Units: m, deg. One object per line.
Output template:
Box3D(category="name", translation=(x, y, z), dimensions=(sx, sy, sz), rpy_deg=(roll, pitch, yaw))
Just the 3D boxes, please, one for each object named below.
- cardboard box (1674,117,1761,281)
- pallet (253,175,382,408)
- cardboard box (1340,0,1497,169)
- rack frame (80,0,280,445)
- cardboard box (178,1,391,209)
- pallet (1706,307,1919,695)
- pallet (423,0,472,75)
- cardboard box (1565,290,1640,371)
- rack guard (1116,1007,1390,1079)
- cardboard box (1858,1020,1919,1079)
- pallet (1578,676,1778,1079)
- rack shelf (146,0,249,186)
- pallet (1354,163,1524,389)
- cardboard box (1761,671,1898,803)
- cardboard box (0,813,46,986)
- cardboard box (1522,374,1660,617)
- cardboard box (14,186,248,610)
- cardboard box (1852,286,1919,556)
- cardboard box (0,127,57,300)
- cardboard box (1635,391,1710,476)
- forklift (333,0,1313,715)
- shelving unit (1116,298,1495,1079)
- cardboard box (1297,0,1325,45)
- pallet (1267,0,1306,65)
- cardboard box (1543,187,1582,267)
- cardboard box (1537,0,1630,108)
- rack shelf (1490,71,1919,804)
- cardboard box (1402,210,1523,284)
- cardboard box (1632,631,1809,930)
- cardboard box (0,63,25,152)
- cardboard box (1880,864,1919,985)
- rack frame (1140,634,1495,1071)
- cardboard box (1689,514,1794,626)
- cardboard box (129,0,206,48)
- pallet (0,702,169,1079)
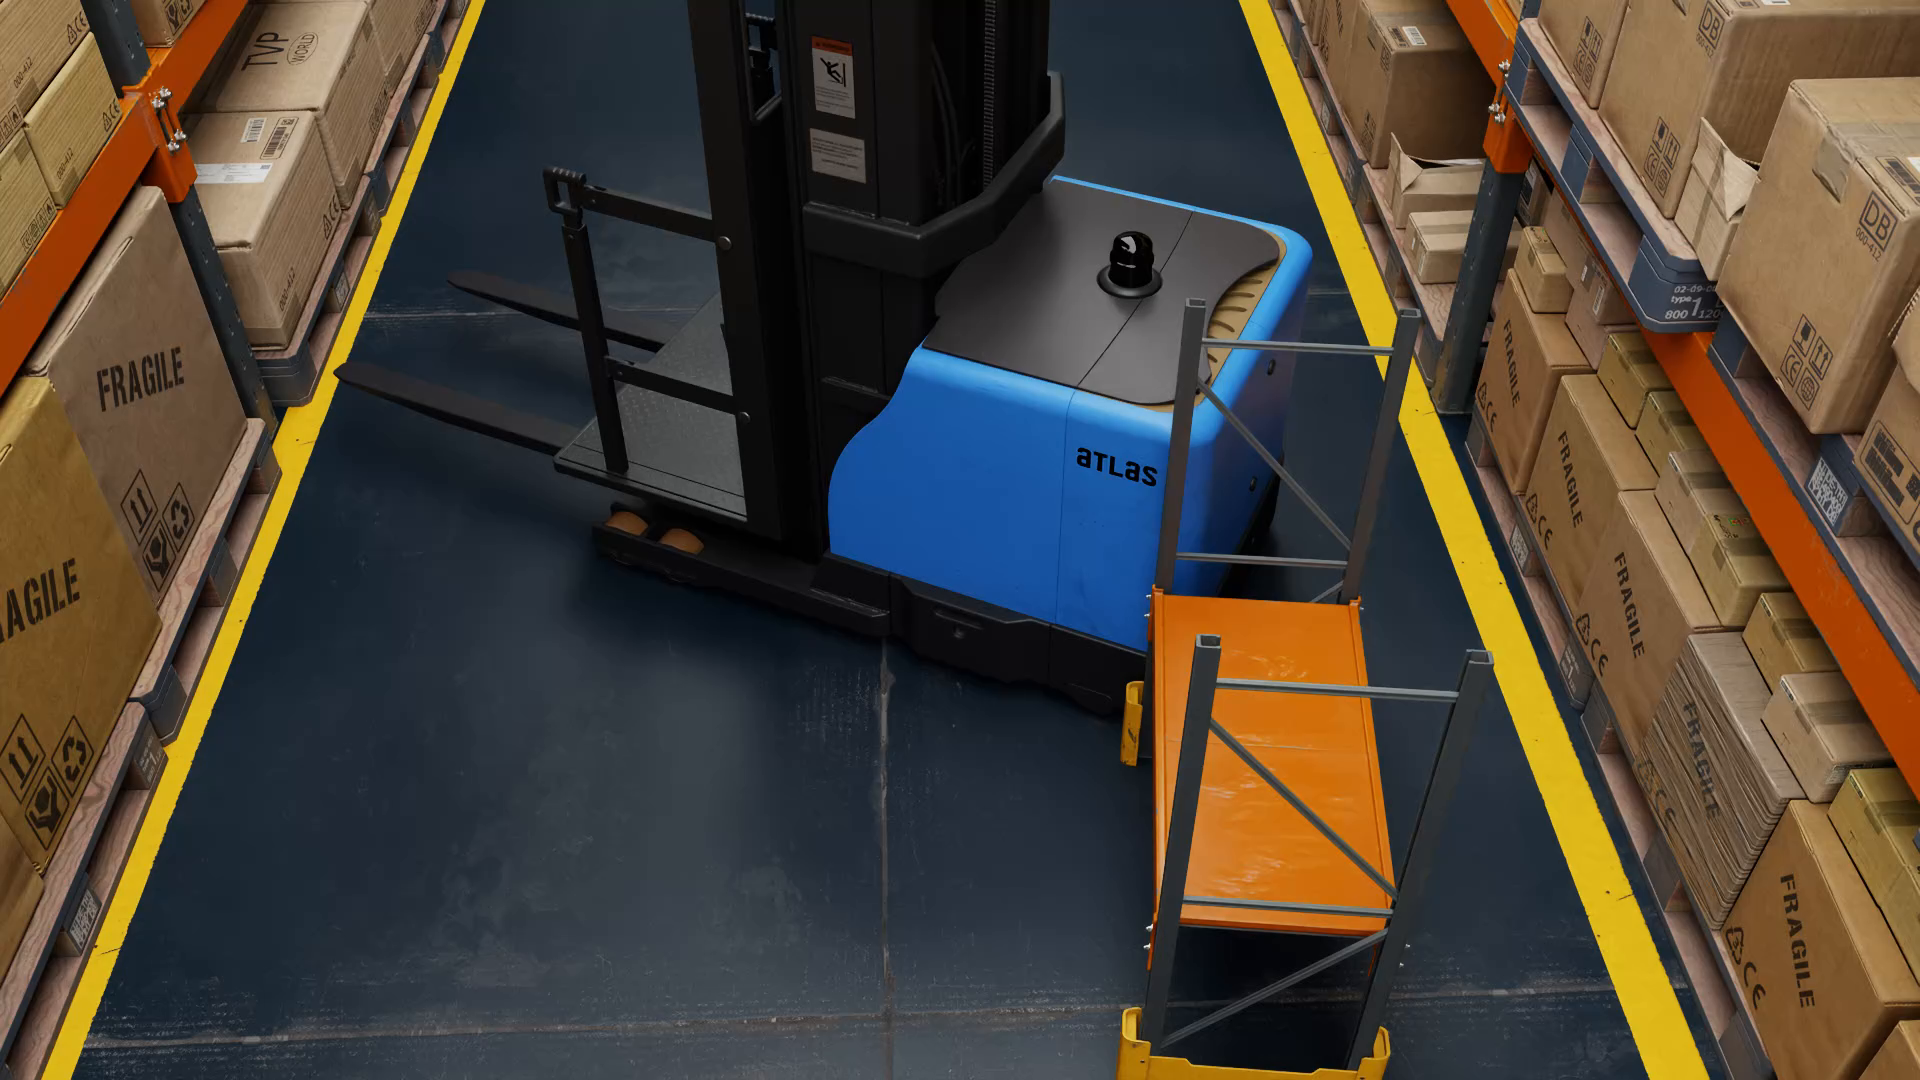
Box3D(category="cardboard box", translation=(1.815, -0.742, 3.629), dimensions=(0.396, 0.266, 0.258), rpy_deg=(0, 43, 0))
Box3D(category="pallet", translation=(-2.774, -0.929, 6.107), dimensions=(1.003, 0.211, 1.213), rpy_deg=(-2, 43, -2))
Box3D(category="cardboard box", translation=(1.942, -1.825, 6.560), dimensions=(0.700, 0.500, 0.500), rpy_deg=(-3, 43, -3))
Box3D(category="rack frame", translation=(-2.820, -1.441, 4.602), dimensions=(1.000, 3.000, 0.127), rpy_deg=(-2, 43, -2))
Box3D(category="cardboard box", translation=(-2.778, -1.683, 6.451), dimensions=(0.875, 0.438, 0.875), rpy_deg=(-3, 43, -3))
Box3D(category="pallet", translation=(2.222, -0.128, 3.311), dimensions=(1.003, 0.211, 1.213), rpy_deg=(-2, 43, -2))
Box3D(category="pallet", translation=(-2.877, -2.576, 7.904), dimensions=(1.003, 0.211, 1.213), rpy_deg=(-2, 43, -2))
Box3D(category="cardboard box", translation=(1.978, -0.624, 4.770), dimensions=(0.380, 0.149, 0.250), rpy_deg=(-3, 43, -3))
Box3D(category="rack guard", translation=(0.655, 1.185, 3.772), dimensions=(0.587, 0.250, 0.087), rpy_deg=(3, 43, 3))
Box3D(category="cardboard box", translation=(2.066, 1.263, 3.191), dimensions=(0.500, 0.500, 0.500), rpy_deg=(-2, 43, -2))
Box3D(category="pallet", translation=(2.266, 0.816, 4.204), dimensions=(1.003, 0.211, 1.213), rpy_deg=(-2, 43, -2))
Box3D(category="rack shelf", translation=(-2.905, -2.526, 6.318), dimensions=(1.077, 0.370, 4.000), rpy_deg=(-2, 43, -2))
Box3D(category="pallet", translation=(2.111, -1.022, 6.209), dimensions=(1.003, 0.211, 1.213), rpy_deg=(-2, 43, -2))
Box3D(category="cardboard box", translation=(2.007, 0.420, 3.631), dimensions=(0.380, 0.149, 0.250), rpy_deg=(-4, 43, -4))
Box3D(category="cardboard box", translation=(-2.630, 0.817, 3.401), dimensions=(0.875, 0.875, 0.875), rpy_deg=(-1, 43, -1))
Box3D(category="cardboard box", translation=(1.968, -0.127, 4.708), dimensions=(0.500, 0.500, 0.500), rpy_deg=(-2, 43, -2))
Box3D(category="cardboard box", translation=(-2.713, -0.396, 4.724), dimensions=(0.875, 0.875, 0.875), rpy_deg=(0, 43, 0))
Box3D(category="cardboard box", translation=(2.055, -0.175, 2.834), dimensions=(0.797, 0.503, 0.637), rpy_deg=(-3, 43, -3))
Box3D(category="cardboard box", translation=(-2.528, -0.746, 3.955), dimensions=(0.500, 0.250, 0.500), rpy_deg=(-2, 43, -2))
Box3D(category="cardboard box", translation=(2.025, -0.266, 4.380), dimensions=(0.380, 0.149, 0.250), rpy_deg=(-2, 43, -3))
Box3D(category="forklift", translation=(-0.572, -1.256, 4.451), dimensions=(3.031, 2.935, 1.130), rpy_deg=(17, 45, 18))
Box3D(category="shelving unit", translation=(0.696, 0.389, 3.715), dimensions=(0.587, 1.500, 1.083), rpy_deg=(3, 43, 3))
Box3D(category="cardboard box", translation=(1.898, -2.526, 7.325), dimensions=(0.700, 0.500, 0.500), rpy_deg=(0, 43, 0))
Box3D(category="pallet", translation=(2.008, -2.669, 8.006), dimensions=(1.003, 0.211, 1.213), rpy_deg=(-2, 43, -2))
Box3D(category="cardboard box", translation=(1.949, -0.920, 4.873), dimensions=(0.380, 0.149, 0.250), rpy_deg=(-2, 43, -3))
Box3D(category="cardboard box", translation=(1.936, -1.445, 4.222), dimensions=(0.700, 0.500, 0.500), rpy_deg=(-1, 43, -1))
Box3D(category="rack shelf", translation=(2.224, 0.029, 3.531), dimensions=(1.077, 0.370, 4.000), rpy_deg=(-2, 43, -2))
Box3D(category="cardboard box", translation=(1.822, -1.058, 5.983), dimensions=(0.380, 0.149, 0.250), rpy_deg=(-3, 43, -3))
Box3D(category="cardboard box", translation=(2.000, 0.560, 3.958), dimensions=(0.500, 0.500, 0.500), rpy_deg=(-3, 43, -3))
Box3D(category="cardboard box", translation=(-2.529, -0.942, 3.799), dimensions=(0.500, 0.250, 0.500), rpy_deg=(-1, 43, -1))
Box3D(category="cardboard box", translation=(2.060, 0.774, 3.245), dimensions=(0.380, 0.149, 0.250), rpy_deg=(0, 43, -1))
Box3D(category="rack frame", translation=(0.653, 0.738, 3.335), dimensions=(0.500, 1.500, 0.032), rpy_deg=(3, 43, 3))
Box3D(category="cardboard box", translation=(2.007, 0.071, 4.012), dimensions=(0.380, 0.149, 0.250), rpy_deg=(0, 43, 0))
Box3D(category="cardboard box", translation=(-2.578, -1.802, 4.922), dimensions=(0.500, 0.500, 0.500), rpy_deg=(0, 43, 0))
Box3D(category="pallet", translation=(-2.657, 0.931, 4.078), dimensions=(1.003, 0.211, 1.213), rpy_deg=(-2, 43, -2))
